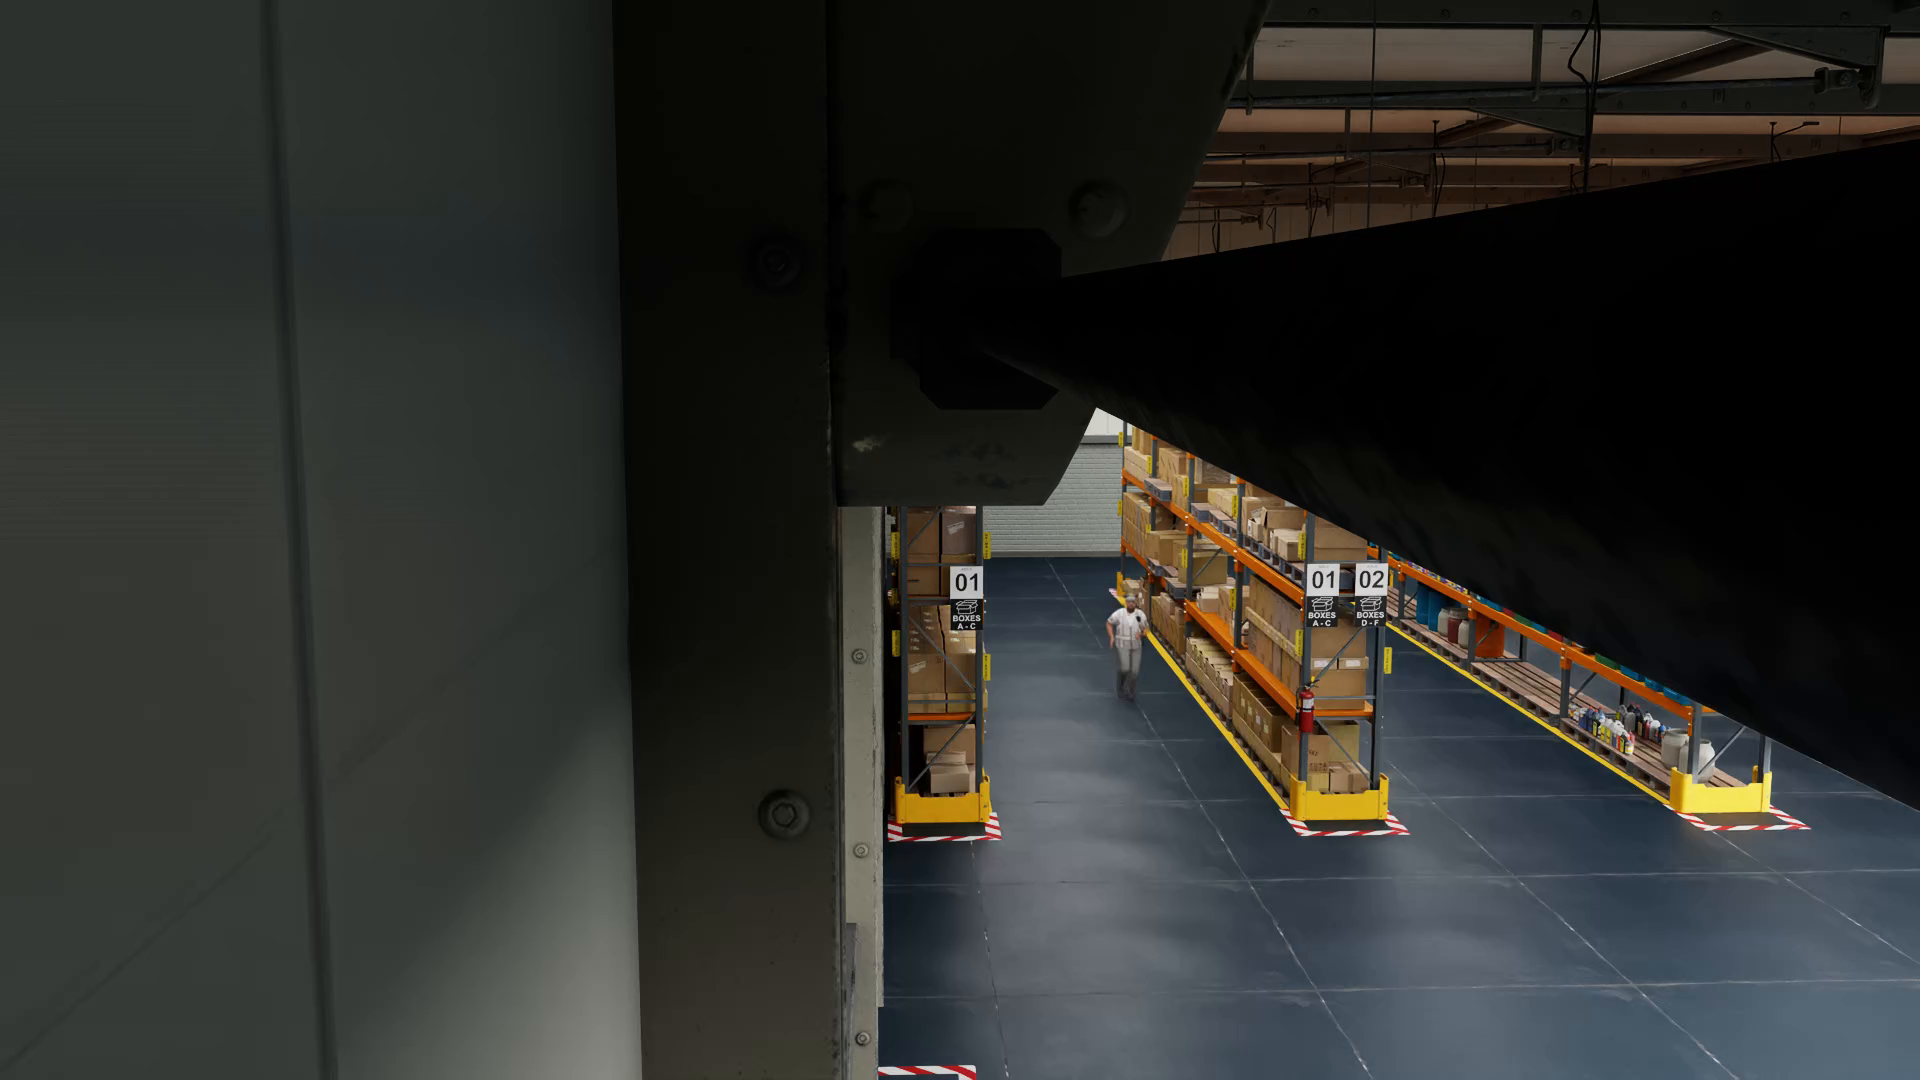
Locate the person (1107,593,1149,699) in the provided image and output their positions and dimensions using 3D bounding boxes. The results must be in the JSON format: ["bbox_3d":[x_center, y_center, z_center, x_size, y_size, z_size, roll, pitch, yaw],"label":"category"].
[{"bbox_3d":[2.724,1.710,26.722,0.644,1.754,0.655,-1,8,-7],"label":"person"}]
